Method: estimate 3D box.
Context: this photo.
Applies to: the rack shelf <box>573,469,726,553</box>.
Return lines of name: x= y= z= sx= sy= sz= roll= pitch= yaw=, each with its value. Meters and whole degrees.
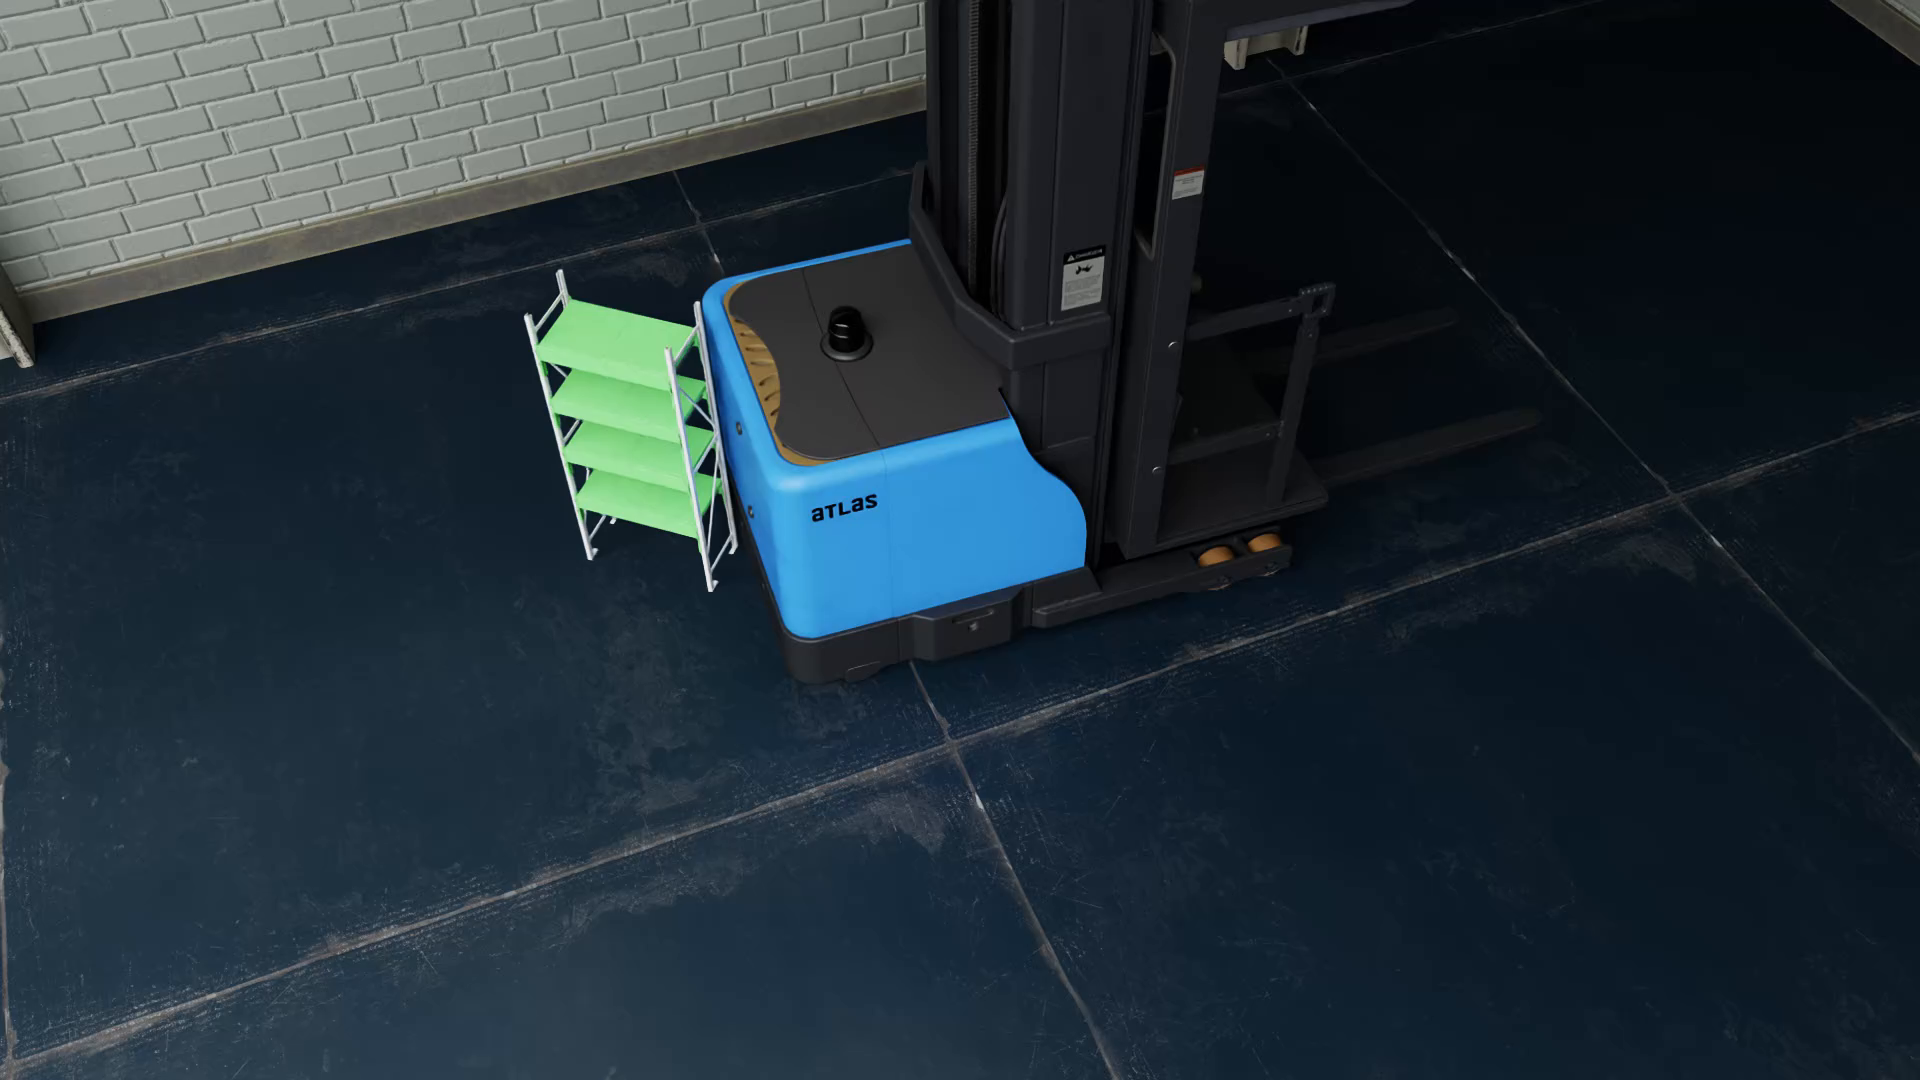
rack shelf: x=-1.108 y=-0.147 z=5.986 sx=0.480 sy=0.148 sz=0.258 roll=14 pitch=51 yaw=12

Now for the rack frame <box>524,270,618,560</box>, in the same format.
rack frame: x=-1.339 y=-0.403 z=5.805 sx=0.015 sy=1.200 sz=0.240 roll=14 pitch=51 yaw=12

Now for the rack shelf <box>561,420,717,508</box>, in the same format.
rack shelf: x=-1.108 y=-0.303 z=5.804 sx=0.480 sy=0.148 sz=0.258 roll=14 pitch=51 yaw=12

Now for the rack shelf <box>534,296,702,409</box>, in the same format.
rack shelf: x=-1.108 y=-0.616 z=5.439 sx=0.480 sy=0.148 sz=0.258 roll=14 pitch=51 yaw=12

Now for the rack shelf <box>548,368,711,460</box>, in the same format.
rack shelf: x=-1.108 y=-0.459 z=5.621 sx=0.480 sy=0.148 sz=0.258 roll=14 pitch=51 yaw=12

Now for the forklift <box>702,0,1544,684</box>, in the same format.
forklift: x=0.693 y=-1.139 z=5.296 sx=3.031 sy=2.935 sz=1.130 roll=-15 pitch=51 yaw=-12

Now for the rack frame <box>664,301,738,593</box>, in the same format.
rack frame: x=-0.876 y=-0.286 z=5.705 sx=0.015 sy=1.200 sz=0.240 roll=14 pitch=51 yaw=12

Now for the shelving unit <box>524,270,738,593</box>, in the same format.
shelving unit: x=-1.108 y=-0.345 z=5.755 sx=0.503 sy=1.200 sz=0.258 roll=14 pitch=51 yaw=12

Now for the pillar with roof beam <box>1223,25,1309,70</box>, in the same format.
pillar with roof beam: x=3.119 y=-2.405 z=2.383 sx=0.400 sy=9.000 sz=9.100 roll=-17 pitch=52 yaw=-14

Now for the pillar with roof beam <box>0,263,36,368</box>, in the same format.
pillar with roof beam: x=-2.436 y=-0.683 z=0.905 sx=0.400 sy=9.000 sz=9.100 roll=-17 pitch=52 yaw=-14
